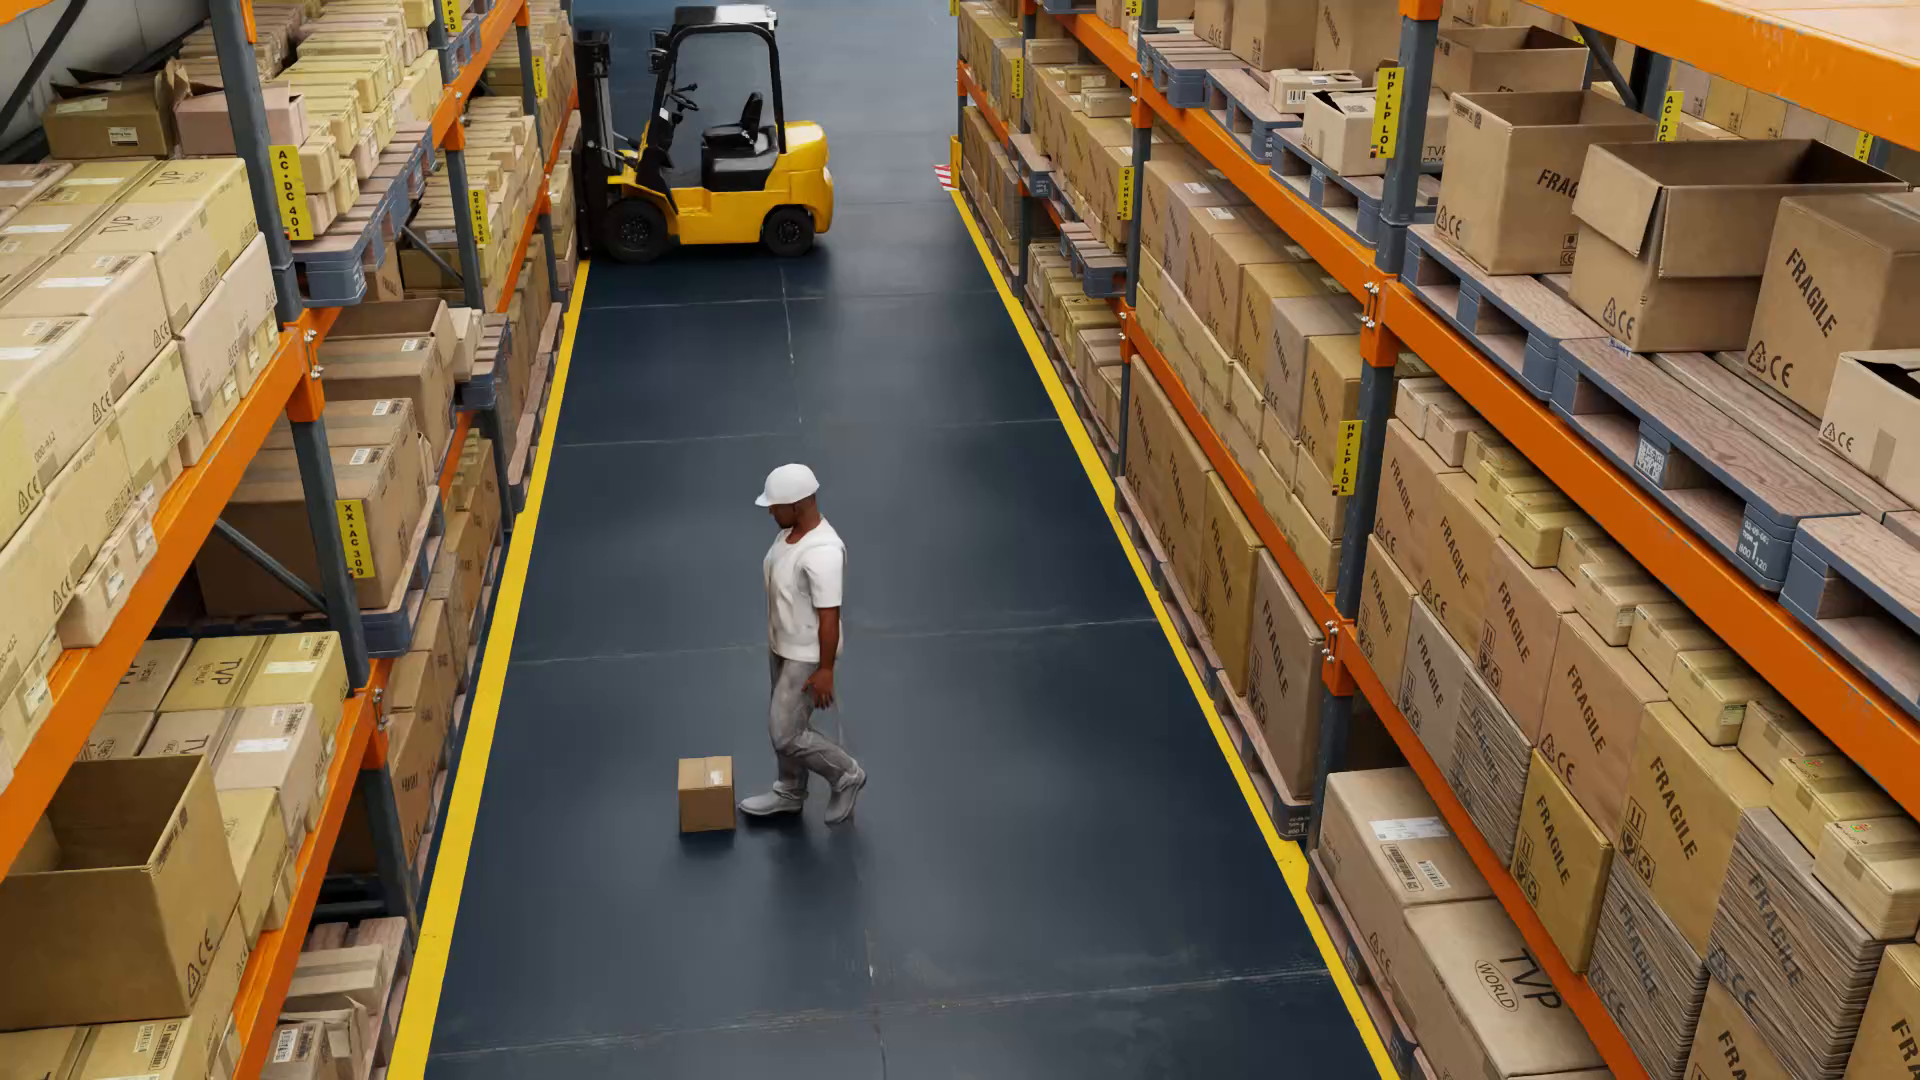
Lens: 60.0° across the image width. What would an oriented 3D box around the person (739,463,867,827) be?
[{"bbox_3d":[-0.761,0.501,7.570,0.582,1.766,0.636,-10,29,-19],"label":"person"}]
